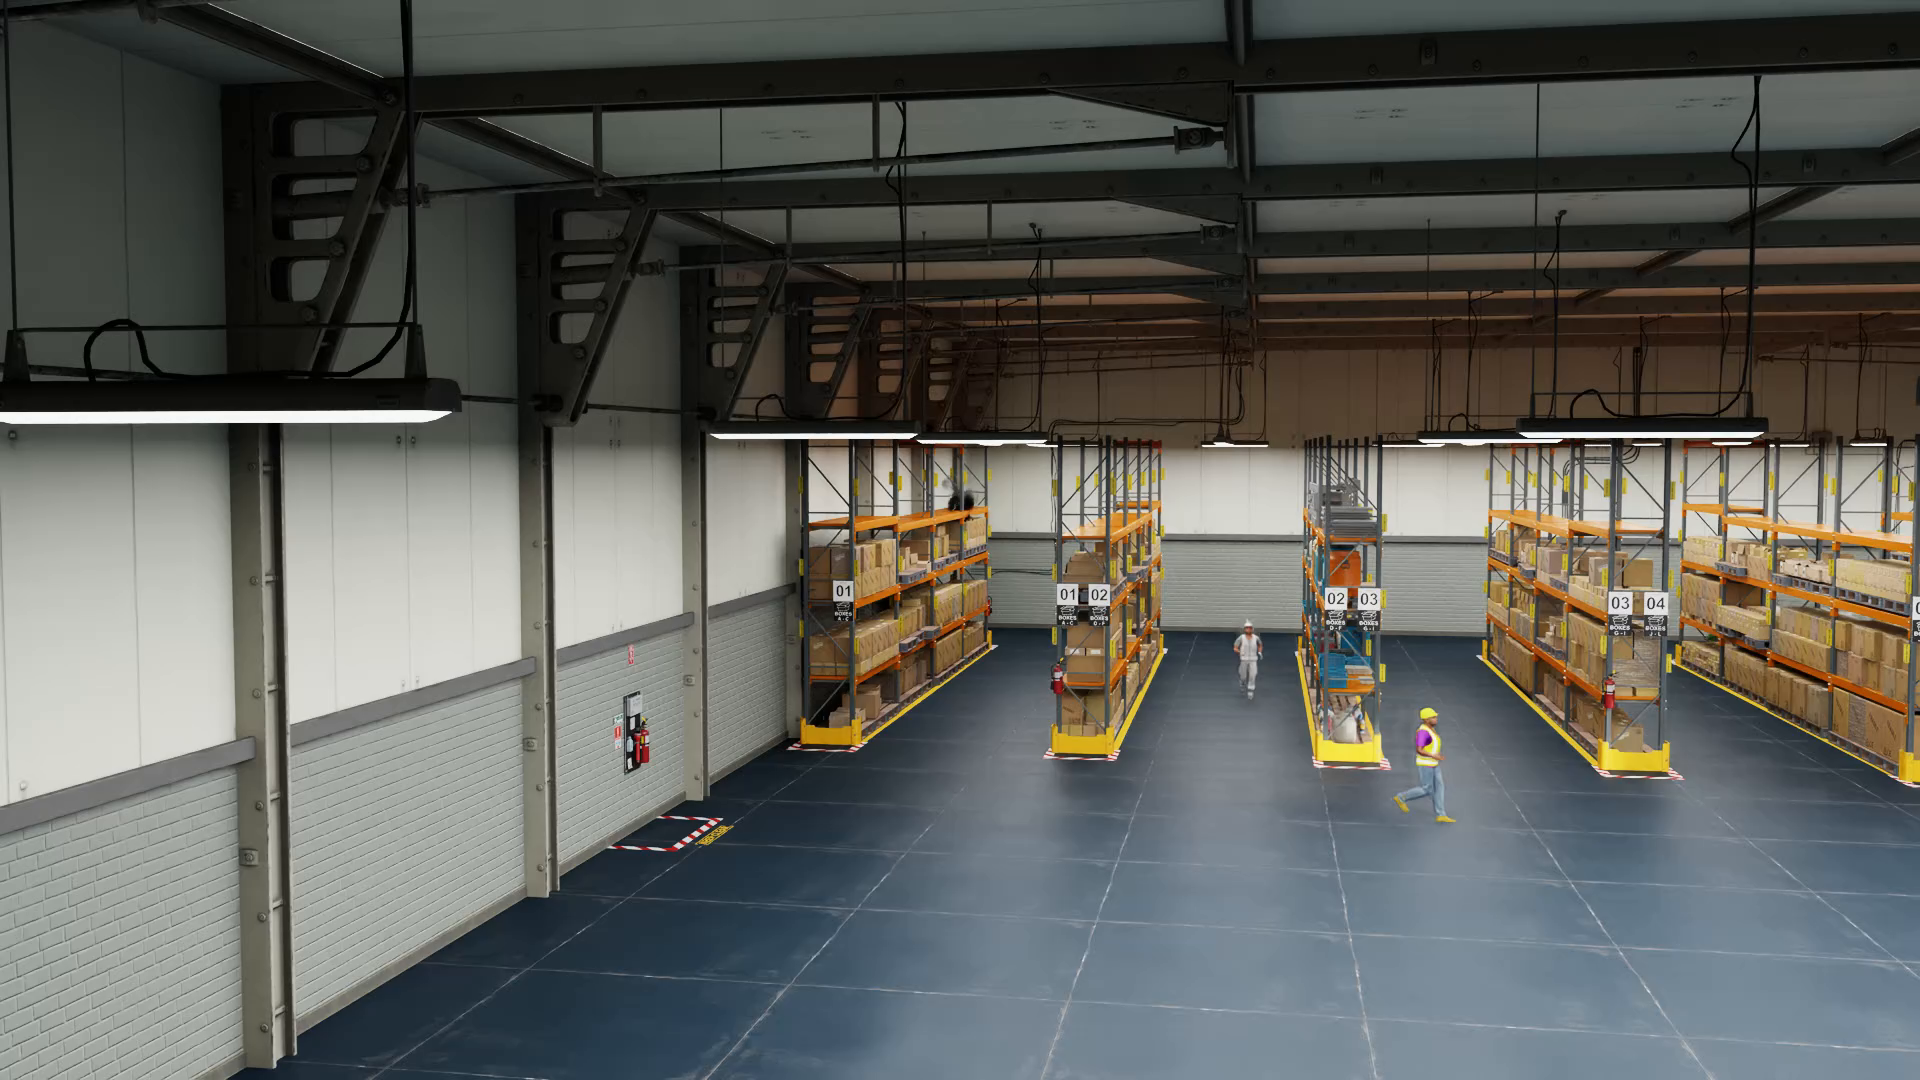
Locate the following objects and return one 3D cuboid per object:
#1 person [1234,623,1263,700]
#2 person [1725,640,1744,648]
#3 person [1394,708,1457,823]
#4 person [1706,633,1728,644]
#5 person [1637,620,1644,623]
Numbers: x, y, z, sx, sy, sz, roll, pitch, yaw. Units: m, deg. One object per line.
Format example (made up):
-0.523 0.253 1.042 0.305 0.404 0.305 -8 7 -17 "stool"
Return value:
6.640 2.779 38.247 0.667 1.756 0.832 0 3 3 "person"
21.237 2.438 45.601 0.699 1.691 0.623 1 3 13 "person"
7.177 3.462 25.597 0.934 1.756 0.696 2 4 30 "person"
20.656 2.381 45.559 0.725 1.733 0.927 -2 4 -29 "person"
17.757 2.580 43.325 0.639 1.604 0.494 1 3 15 "person"
